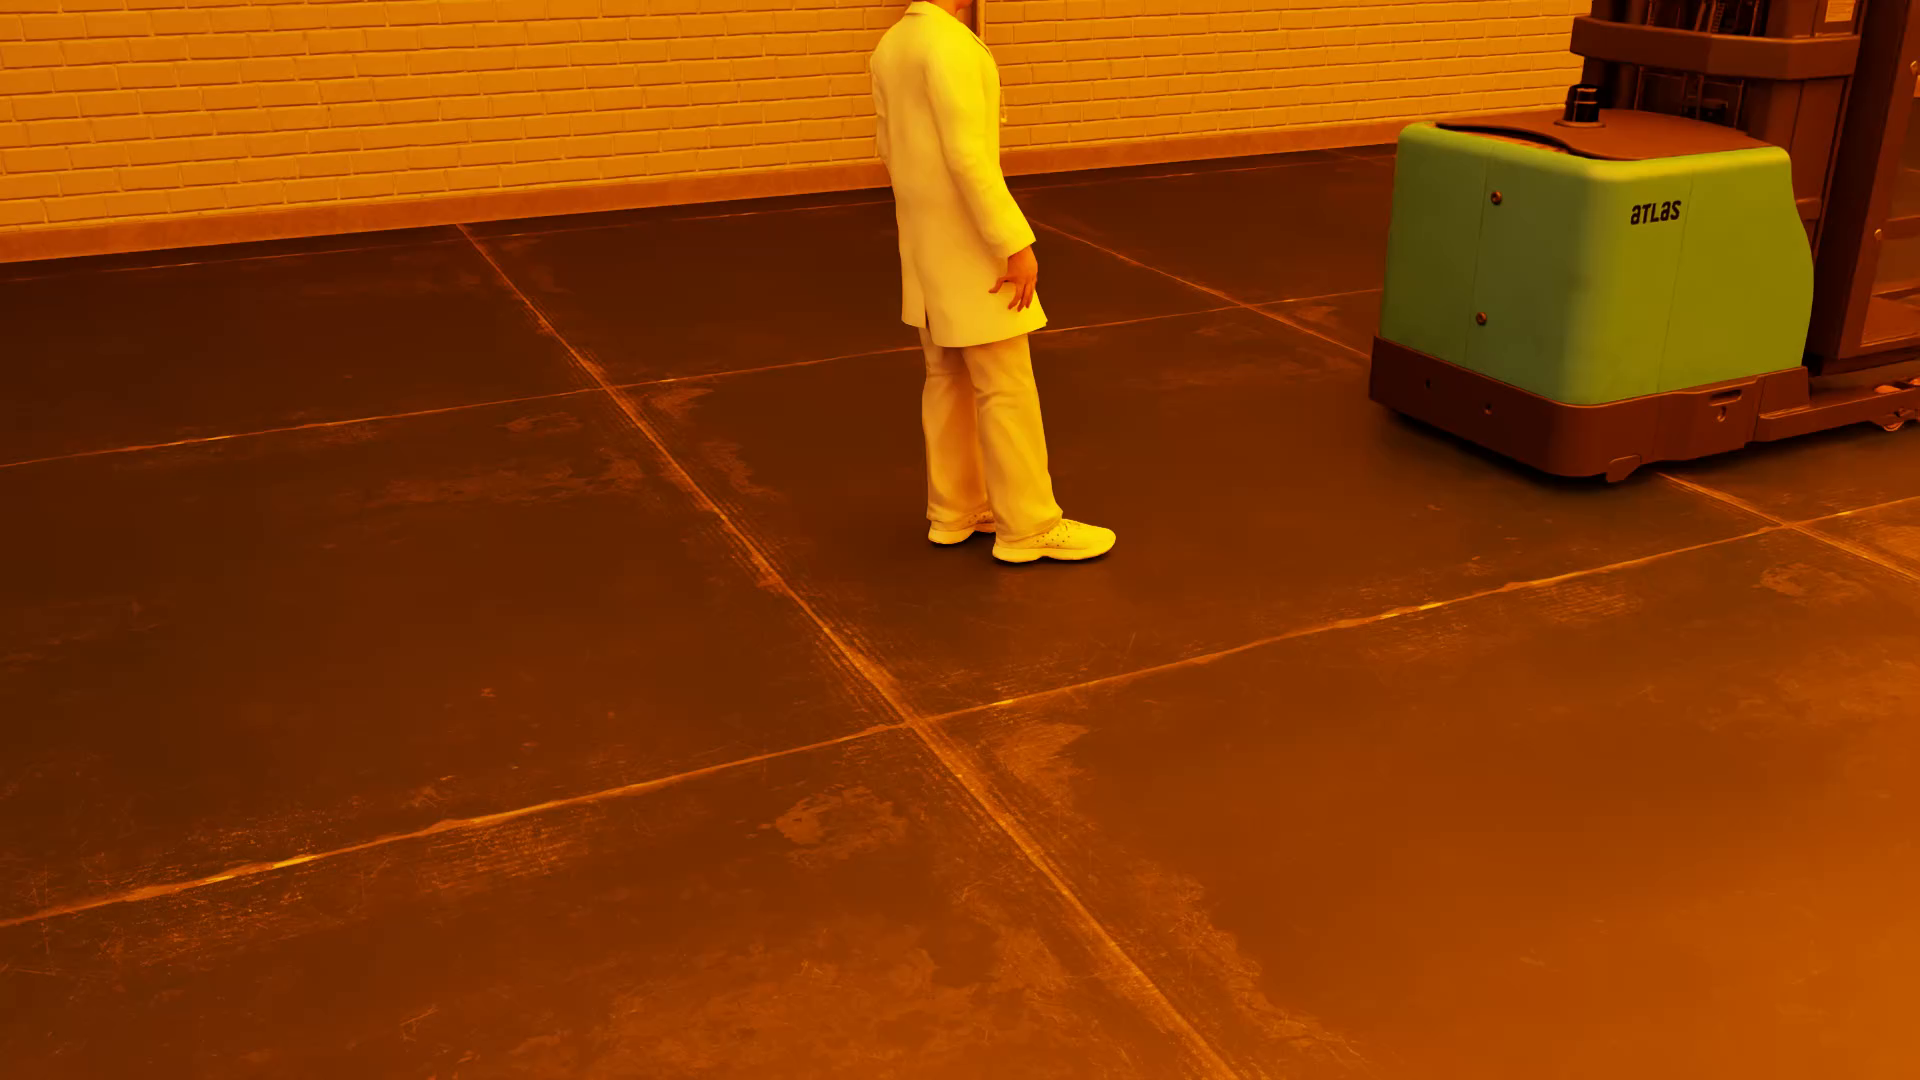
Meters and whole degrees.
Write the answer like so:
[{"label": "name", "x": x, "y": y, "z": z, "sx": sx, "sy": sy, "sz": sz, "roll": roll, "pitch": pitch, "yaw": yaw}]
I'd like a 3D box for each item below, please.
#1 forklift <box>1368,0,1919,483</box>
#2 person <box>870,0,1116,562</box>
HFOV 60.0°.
[{"label": "forklift", "x": 3.075, "y": -1.918, "z": 5.903, "sx": 3.031, "sy": 2.935, "sz": 1.130, "roll": -11, "pitch": 25, "yaw": -25}, {"label": "person", "x": 0.084, "y": -0.841, "z": 4.796, "sx": 0.578, "sy": 1.777, "sz": 0.698, "roll": -10, "pitch": 25, "yaw": -23}]
